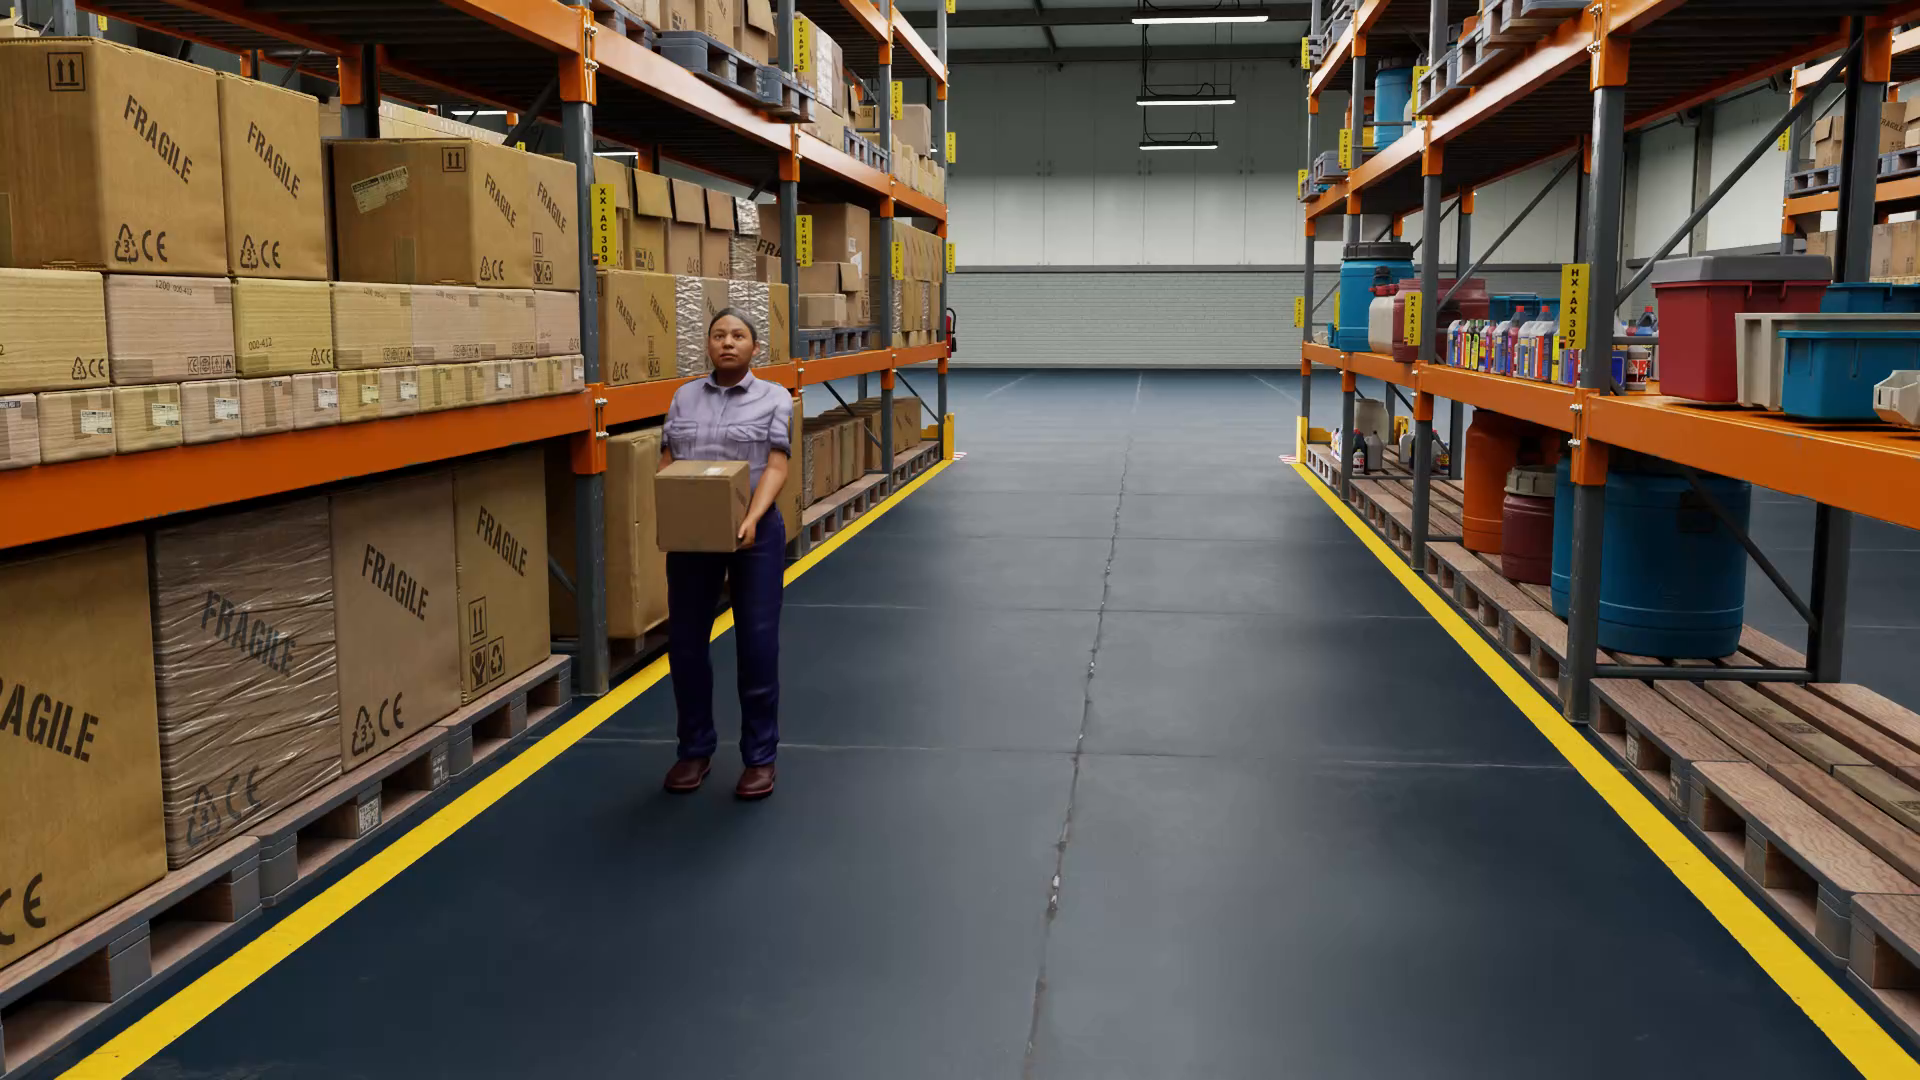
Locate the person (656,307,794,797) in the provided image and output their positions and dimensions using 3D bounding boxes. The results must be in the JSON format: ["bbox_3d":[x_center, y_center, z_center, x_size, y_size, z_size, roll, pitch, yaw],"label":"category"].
[{"bbox_3d":[-0.801,0.040,5.603,0.452,1.634,0.522,1,8,6],"label":"person"}]
